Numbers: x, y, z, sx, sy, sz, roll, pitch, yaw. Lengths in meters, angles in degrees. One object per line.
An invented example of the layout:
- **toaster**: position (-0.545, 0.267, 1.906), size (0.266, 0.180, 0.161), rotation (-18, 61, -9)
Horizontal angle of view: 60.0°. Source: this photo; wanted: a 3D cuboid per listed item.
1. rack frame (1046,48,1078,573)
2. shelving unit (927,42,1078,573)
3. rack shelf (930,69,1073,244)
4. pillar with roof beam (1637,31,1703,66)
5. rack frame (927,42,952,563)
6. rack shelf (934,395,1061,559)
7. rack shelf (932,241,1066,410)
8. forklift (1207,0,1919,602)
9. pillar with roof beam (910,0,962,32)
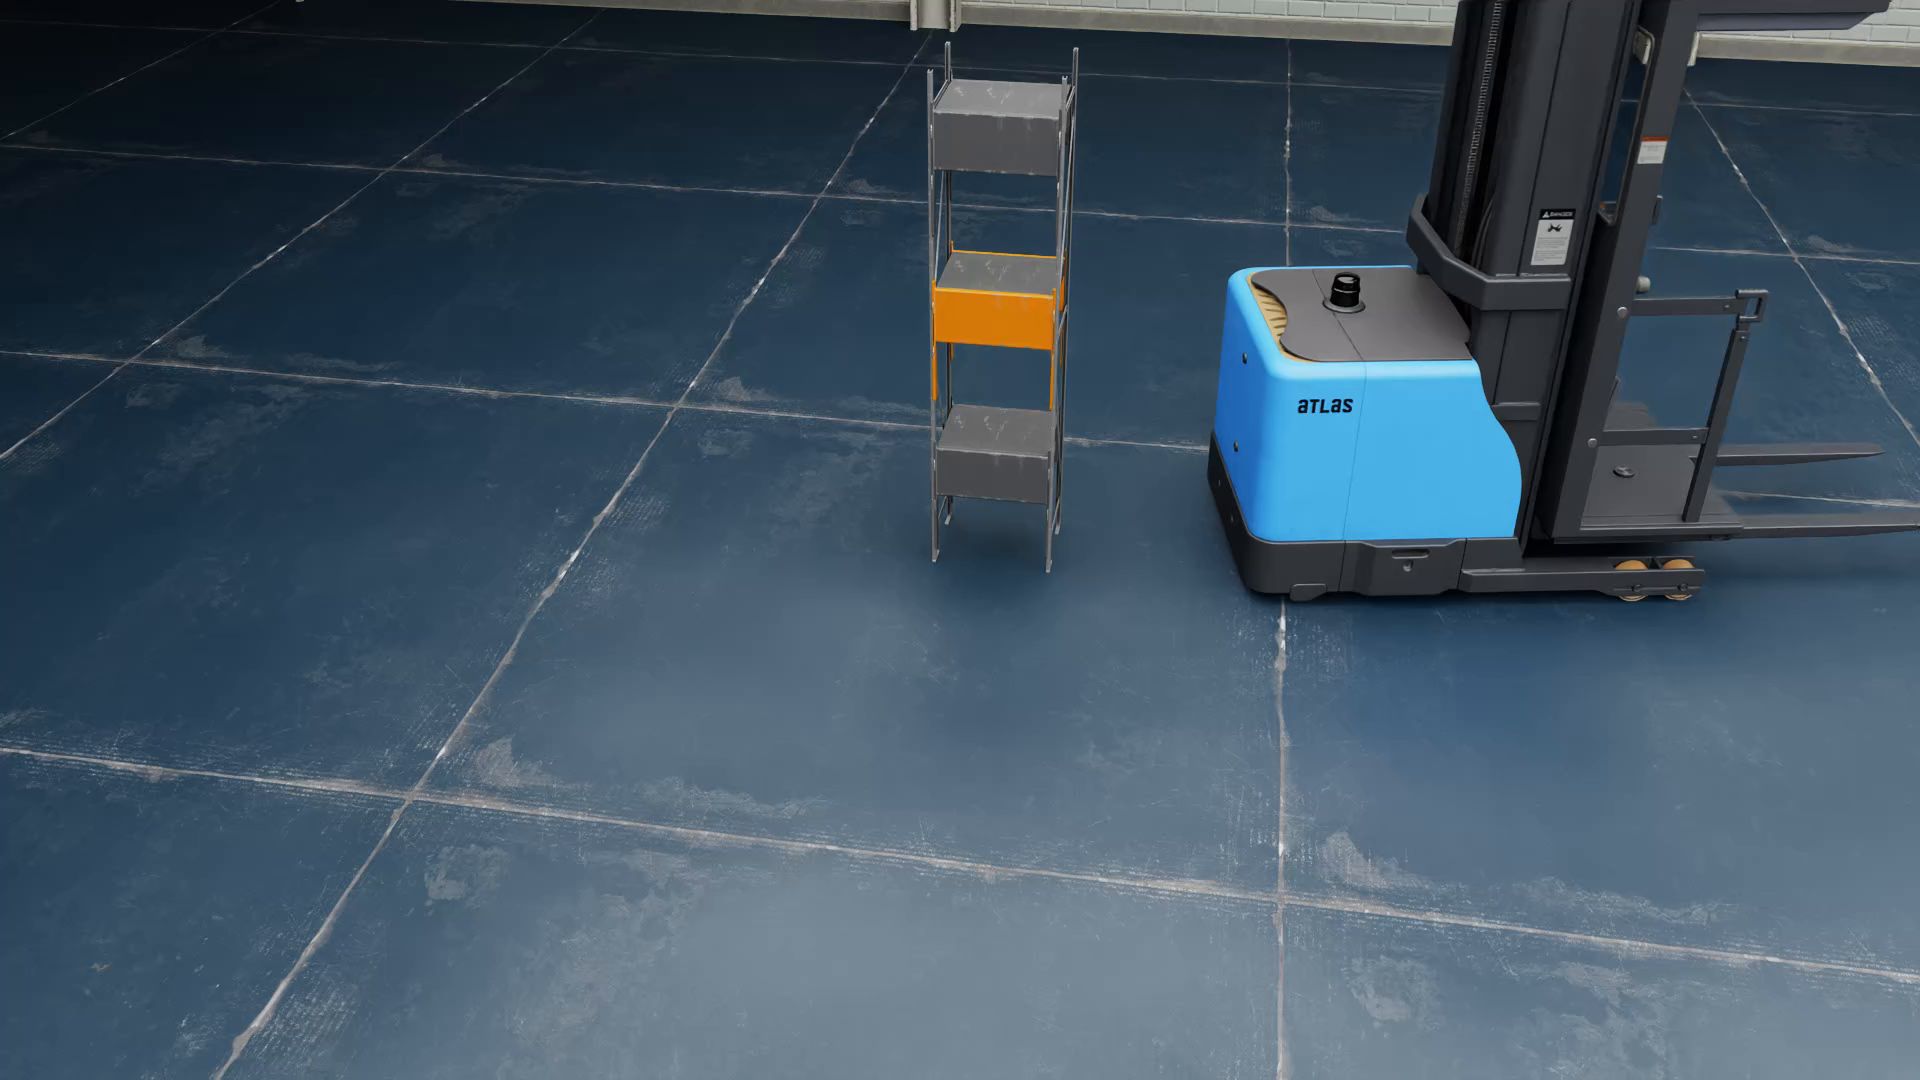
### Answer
- **rack frame**: position (0.404, -0.853, 6.634), size (0.015, 2.100, 0.400), rotation (5, 32, 8)
- **shelving unit**: position (0.163, -0.875, 6.669), size (0.503, 2.100, 0.431), rotation (5, 32, 8)
- **rack shelf**: position (0.163, -1.457, 6.305), size (0.480, 0.518, 0.431), rotation (5, 32, 8)
- **pillar with roof beam**: position (4.984, -5.453, 7.480), size (0.400, 9.000, 9.100), rotation (5, 32, 8)
- **rack frame**: position (-0.077, -0.897, 6.704), size (0.015, 2.100, 0.400), rotation (5, 32, 8)
- **rack shelf**: position (0.163, -0.270, 7.048), size (0.480, 0.518, 0.431), rotation (5, 32, 8)
- **rack shelf**: position (0.163, -0.864, 6.677), size (0.480, 0.518, 0.431), rotation (5, 32, 8)
- **forklift**: position (2.655, -1.271, 6.519), size (3.031, 2.935, 1.130), rotation (-1, 32, -2)
- **pillar with roof beam**: position (-0.930, -5.988, 8.336), size (0.400, 9.000, 9.100), rotation (5, 32, 8)
